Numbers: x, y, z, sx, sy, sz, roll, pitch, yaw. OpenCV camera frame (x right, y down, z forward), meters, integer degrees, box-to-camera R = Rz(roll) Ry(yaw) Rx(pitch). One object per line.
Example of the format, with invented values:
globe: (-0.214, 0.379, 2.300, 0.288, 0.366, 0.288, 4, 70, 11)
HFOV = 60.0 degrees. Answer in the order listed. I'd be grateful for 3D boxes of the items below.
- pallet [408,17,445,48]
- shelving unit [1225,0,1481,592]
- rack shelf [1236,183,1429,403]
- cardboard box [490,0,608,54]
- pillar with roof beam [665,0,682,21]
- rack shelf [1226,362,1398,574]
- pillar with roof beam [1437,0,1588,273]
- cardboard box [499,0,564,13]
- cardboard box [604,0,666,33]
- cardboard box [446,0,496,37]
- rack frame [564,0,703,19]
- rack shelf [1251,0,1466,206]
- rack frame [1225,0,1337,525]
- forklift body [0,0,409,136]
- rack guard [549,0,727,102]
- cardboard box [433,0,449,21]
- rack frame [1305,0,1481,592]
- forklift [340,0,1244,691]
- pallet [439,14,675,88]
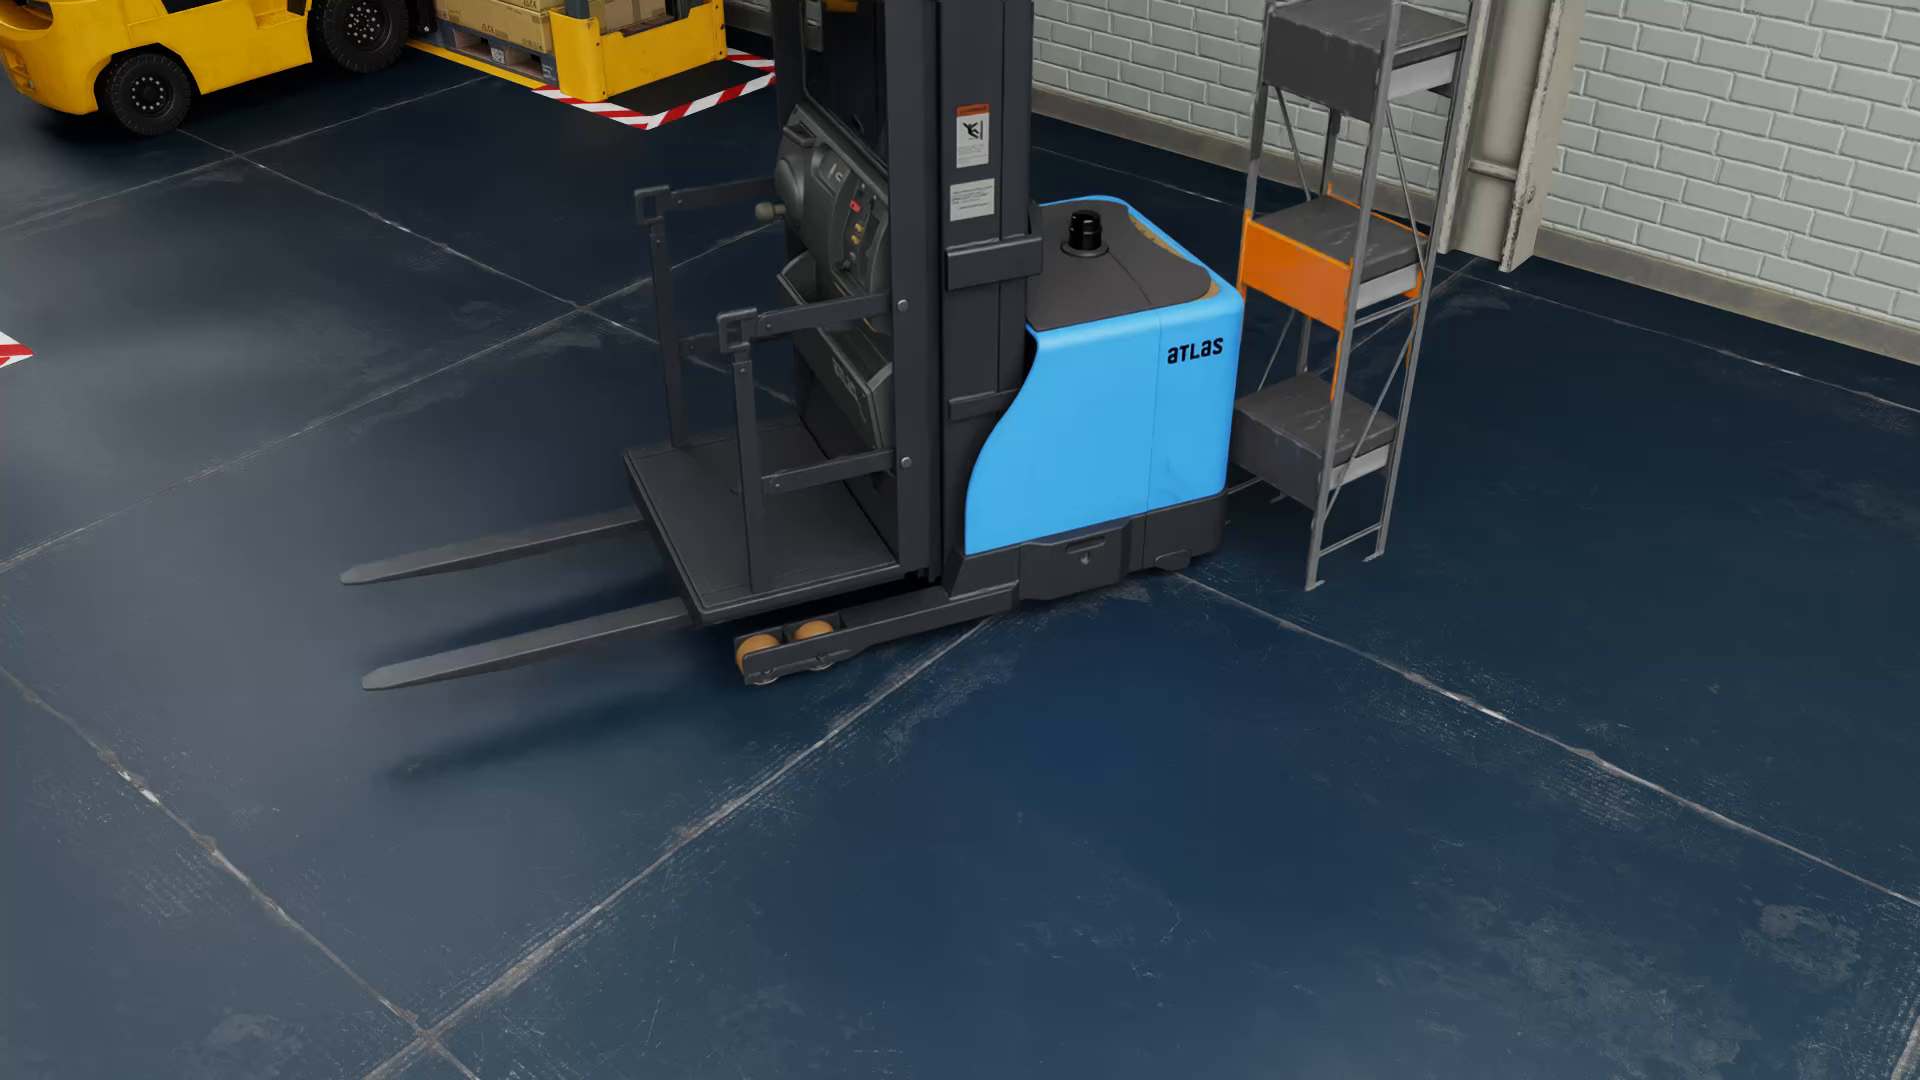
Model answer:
pallet: (-3.563, -3.766, 11.547, 1.213, 0.211, 1.003, 25, 42, 32)
shelving unit: (1.262, -0.859, 5.646, 0.431, 2.100, 0.503, -23, 40, -29)
rack shelf: (1.262, -0.848, 5.654, 0.431, 0.518, 0.480, -23, 40, -29)
cardboard box: (-2.578, -3.287, 10.444, 0.500, 0.250, 0.500, 26, 42, 32)
pillar with roof beam: (-4.728, -5.459, 6.249, 0.400, 9.000, 9.100, 25, 42, 32)
rack shelf: (1.262, -0.271, 6.050, 0.431, 0.518, 0.480, -23, 40, -29)
pillar with roof beam: (-0.117, -3.285, 3.085, 0.400, 9.000, 9.100, 25, 42, 32)
cardboard box: (-2.589, -3.500, 10.313, 0.500, 0.250, 0.500, 25, 41, 31)
cardboard box: (-2.267, -3.517, 10.779, 0.500, 0.250, 0.500, 25, 42, 32)
cardboard box: (-2.954, -3.471, 10.712, 0.500, 0.250, 0.500, 25, 42, 32)
rack frame: (-2.015, -4.214, 9.737, 0.127, 3.000, 1.000, 25, 42, 32)
rack shelf: (1.262, -1.425, 5.258, 0.431, 0.518, 0.480, -23, 40, -29)
rack frame: (1.118, -0.971, 5.809, 0.400, 2.100, 0.015, -23, 40, -29)
forklift body: (-4.640, -3.757, 9.821, 1.214, 2.155, 2.313, 25, 42, 32)
rack guard: (-1.997, -3.175, 10.432, 0.348, 0.500, 1.175, 25, 42, 32)
cardboard box: (-3.333, -3.656, 10.982, 0.500, 0.250, 0.500, 26, 42, 32)
rack frame: (1.406, -0.748, 5.484, 0.400, 2.100, 0.015, -23, 40, -29)
forklift: (-0.595, -1.066, 5.213, 3.031, 2.935, 1.130, -13, 37, -19)
pallet: (-2.630, -3.324, 10.903, 1.213, 0.211, 1.003, 25, 42, 32)
